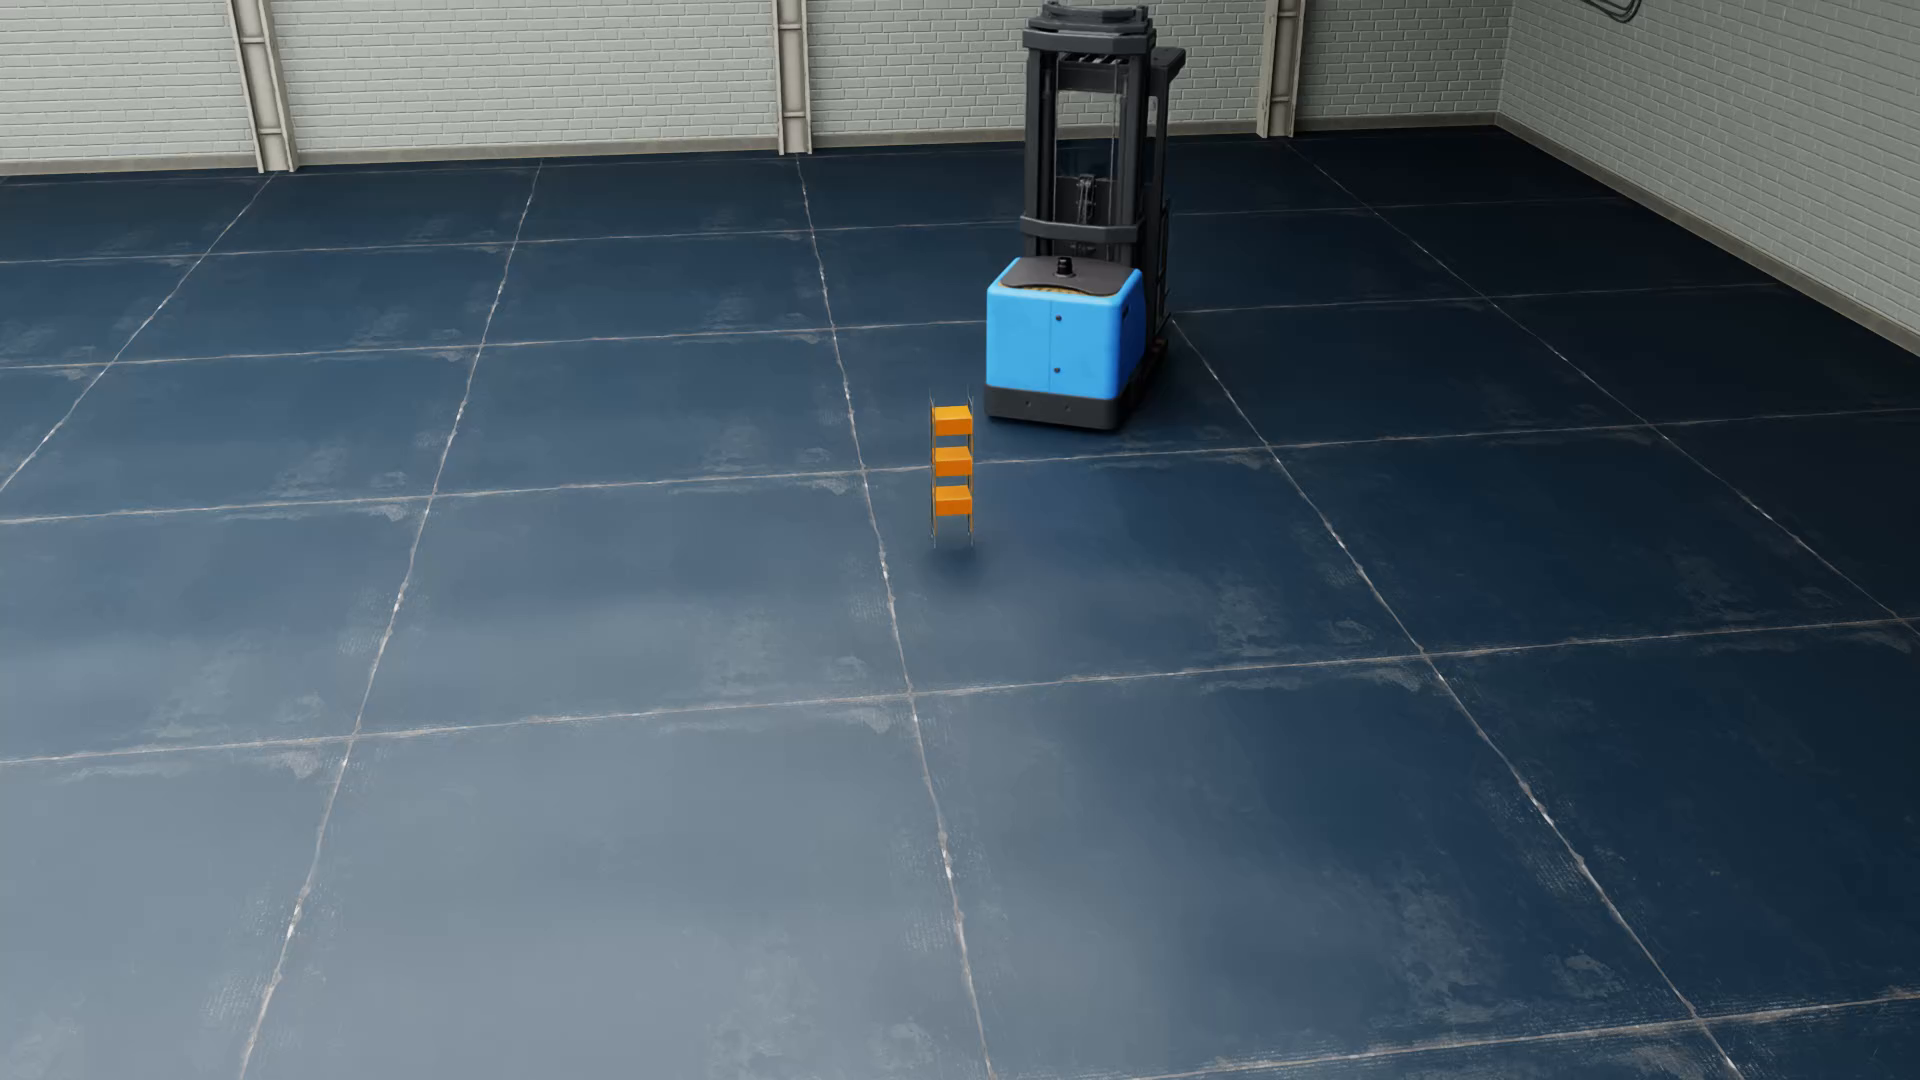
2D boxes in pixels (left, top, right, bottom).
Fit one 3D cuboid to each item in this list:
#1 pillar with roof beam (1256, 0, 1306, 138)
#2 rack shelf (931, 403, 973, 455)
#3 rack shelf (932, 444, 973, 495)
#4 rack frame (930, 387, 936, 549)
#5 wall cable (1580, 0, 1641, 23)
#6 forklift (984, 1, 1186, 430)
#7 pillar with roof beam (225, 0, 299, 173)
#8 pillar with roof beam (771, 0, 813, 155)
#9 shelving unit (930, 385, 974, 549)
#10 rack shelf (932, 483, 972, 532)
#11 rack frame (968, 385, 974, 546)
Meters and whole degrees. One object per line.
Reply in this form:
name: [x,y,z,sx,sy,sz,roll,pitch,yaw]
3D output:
pillar with roof beam: [4.548,-7.149,15.027,0.400,9.000,9.100,-4,27,-7]
rack shelf: [-0.053,-0.707,10.581,0.240,0.259,0.215,-4,27,-7]
rack shelf: [-0.053,-0.454,10.711,0.240,0.259,0.215,-4,27,-7]
rack frame: [-0.174,-0.456,10.691,0.008,1.050,0.200,-4,27,-7]
wall cable: [7.050,-7.303,18.729,0.112,2.526,3.097,-4,27,-7]
forklift: [1.111,-2.782,13.163,1.130,2.935,3.031,8,28,15]
pillar with roof beam: [-7.335,-6.385,13.540,0.400,9.000,9.100,-4,27,-7]
pillar with roof beam: [-1.394,-6.767,14.284,0.400,9.000,9.100,-4,27,-7]
shelving unit: [-0.053,-0.464,10.706,0.252,1.050,0.215,-4,27,-7]
rack shelf: [-0.053,-0.207,10.838,0.240,0.259,0.215,-4,27,-7]
rack frame: [0.068,-0.471,10.721,0.008,1.050,0.200,-4,27,-7]
